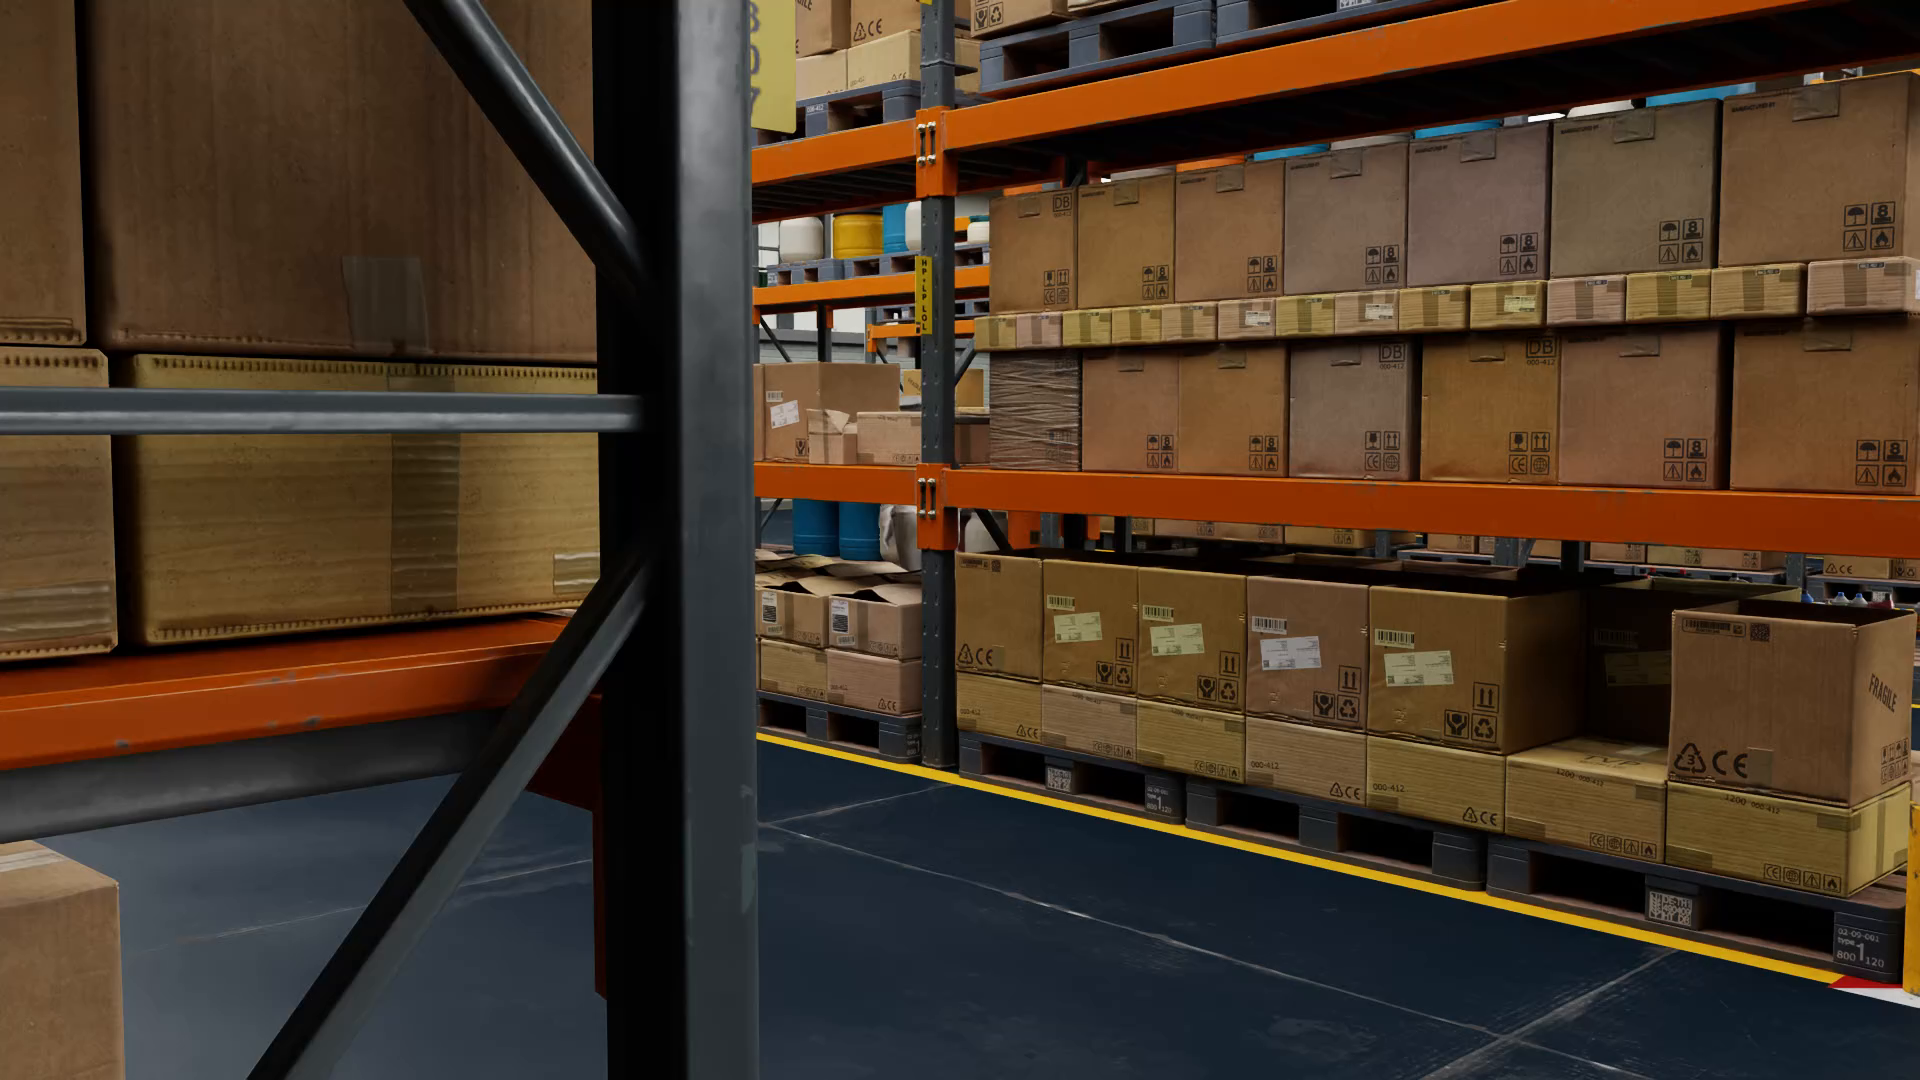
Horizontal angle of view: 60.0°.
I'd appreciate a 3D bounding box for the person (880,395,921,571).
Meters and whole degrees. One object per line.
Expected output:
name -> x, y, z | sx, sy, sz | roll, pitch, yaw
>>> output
person -> -0.210, -0.105, 10.773 | 0.609, 1.667, 0.421 | -1, 4, -11
